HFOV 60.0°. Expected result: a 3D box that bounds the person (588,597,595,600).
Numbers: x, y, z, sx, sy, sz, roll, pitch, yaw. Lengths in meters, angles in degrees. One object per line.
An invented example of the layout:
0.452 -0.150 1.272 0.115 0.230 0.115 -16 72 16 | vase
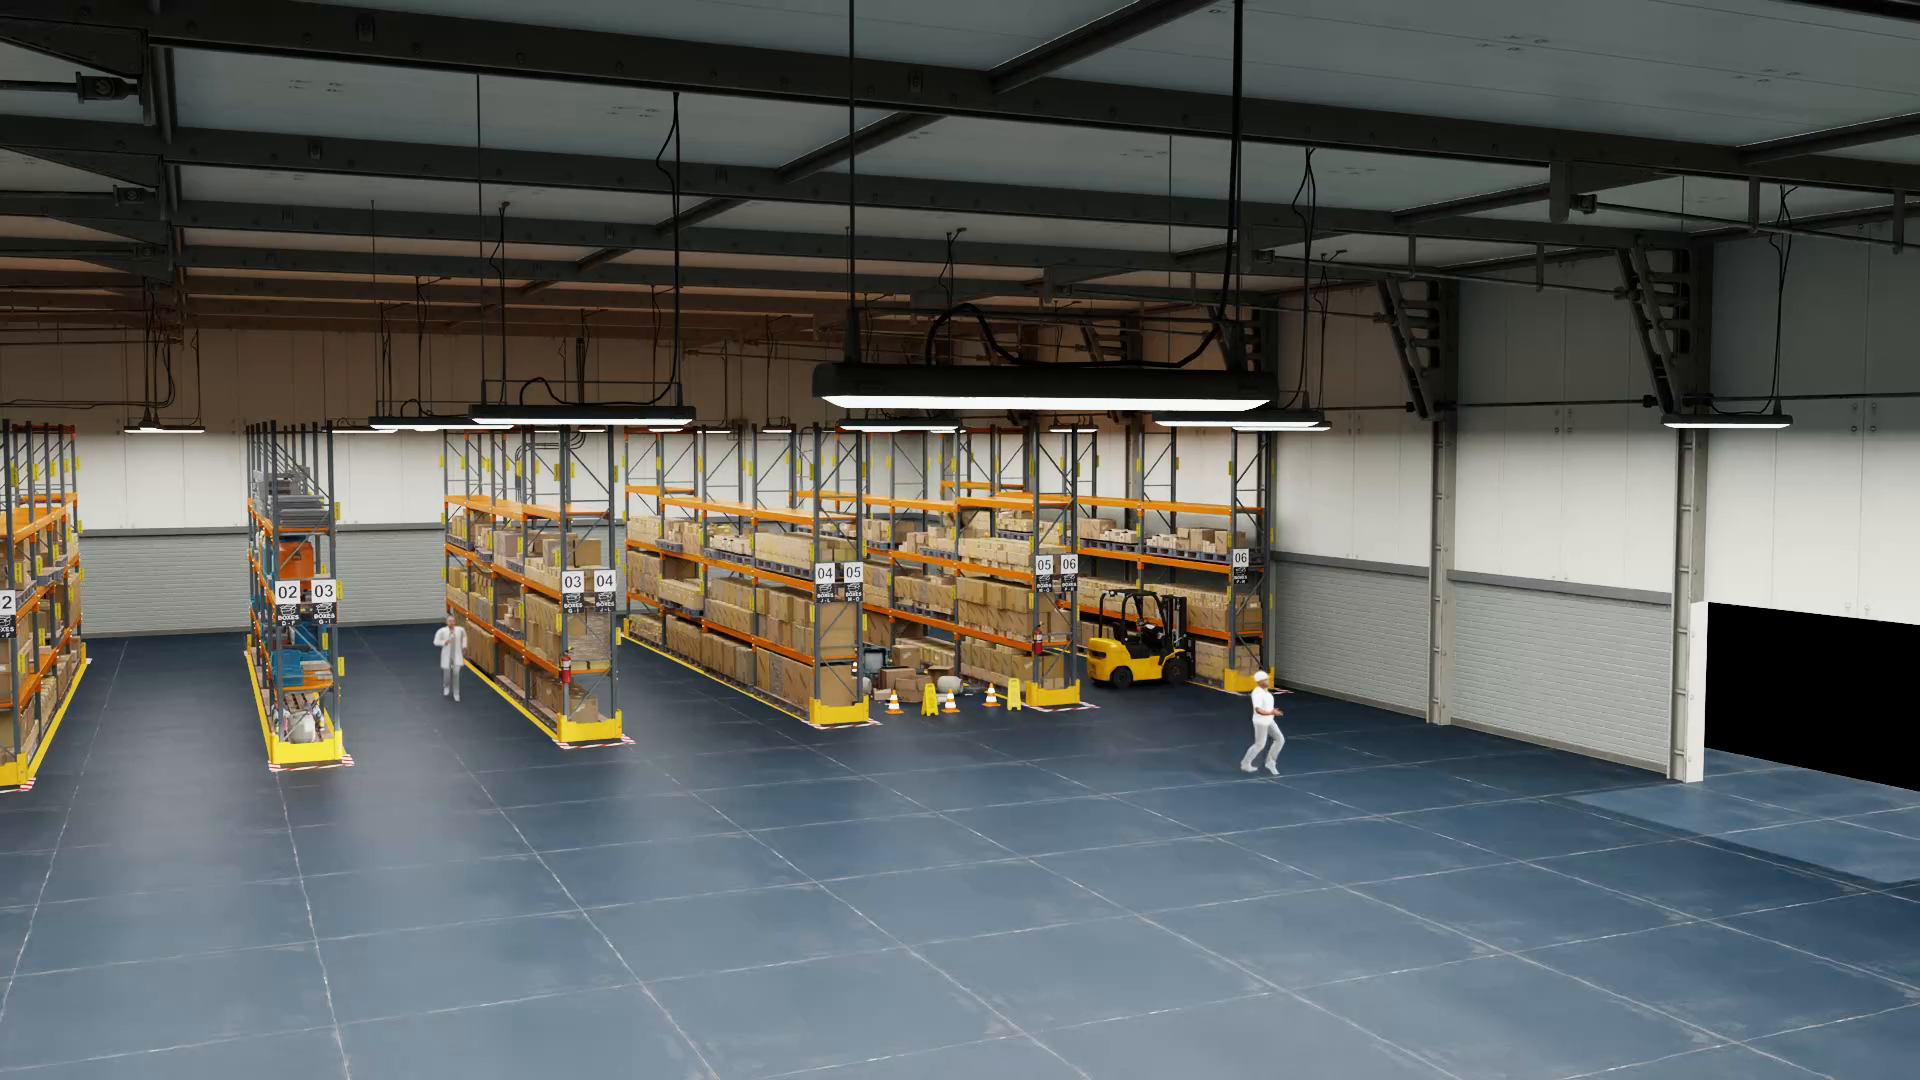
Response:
-10.306 1.947 46.488 0.667 1.830 0.762 -1 4 -20 | person

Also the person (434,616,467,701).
-11.081 2.545 36.187 0.714 1.798 1.007 -2 4 -24 | person

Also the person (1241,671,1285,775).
5.134 3.106 28.130 0.734 1.790 0.707 2 4 28 | person
